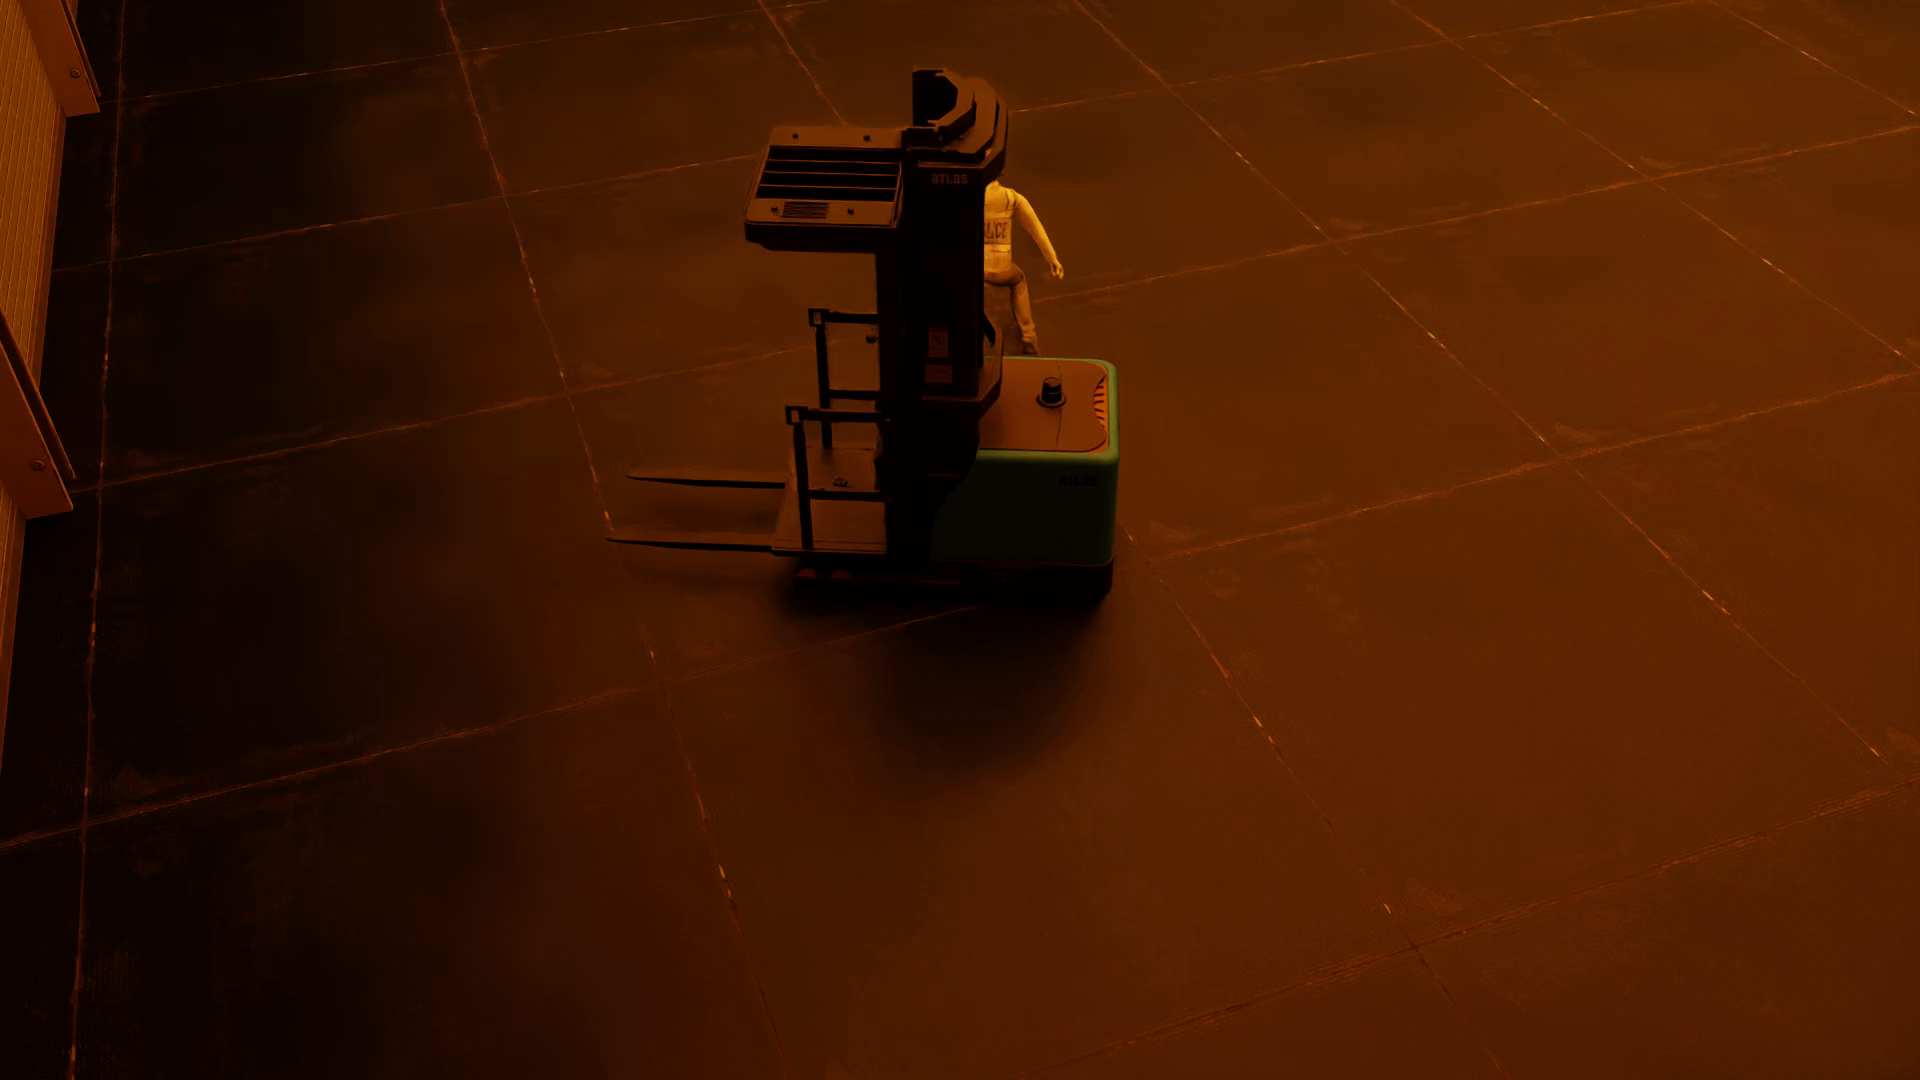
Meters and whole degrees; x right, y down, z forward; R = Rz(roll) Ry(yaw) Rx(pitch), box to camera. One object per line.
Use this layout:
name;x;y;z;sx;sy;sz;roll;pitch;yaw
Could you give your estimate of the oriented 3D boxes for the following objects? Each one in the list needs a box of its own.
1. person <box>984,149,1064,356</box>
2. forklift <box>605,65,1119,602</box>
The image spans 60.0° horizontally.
person;0.225;-1.905;11.442;0.942;1.576;0.500;-2;40;-2
forklift;-0.594;-1.120;9.330;3.031;2.935;1.130;2;40;2
